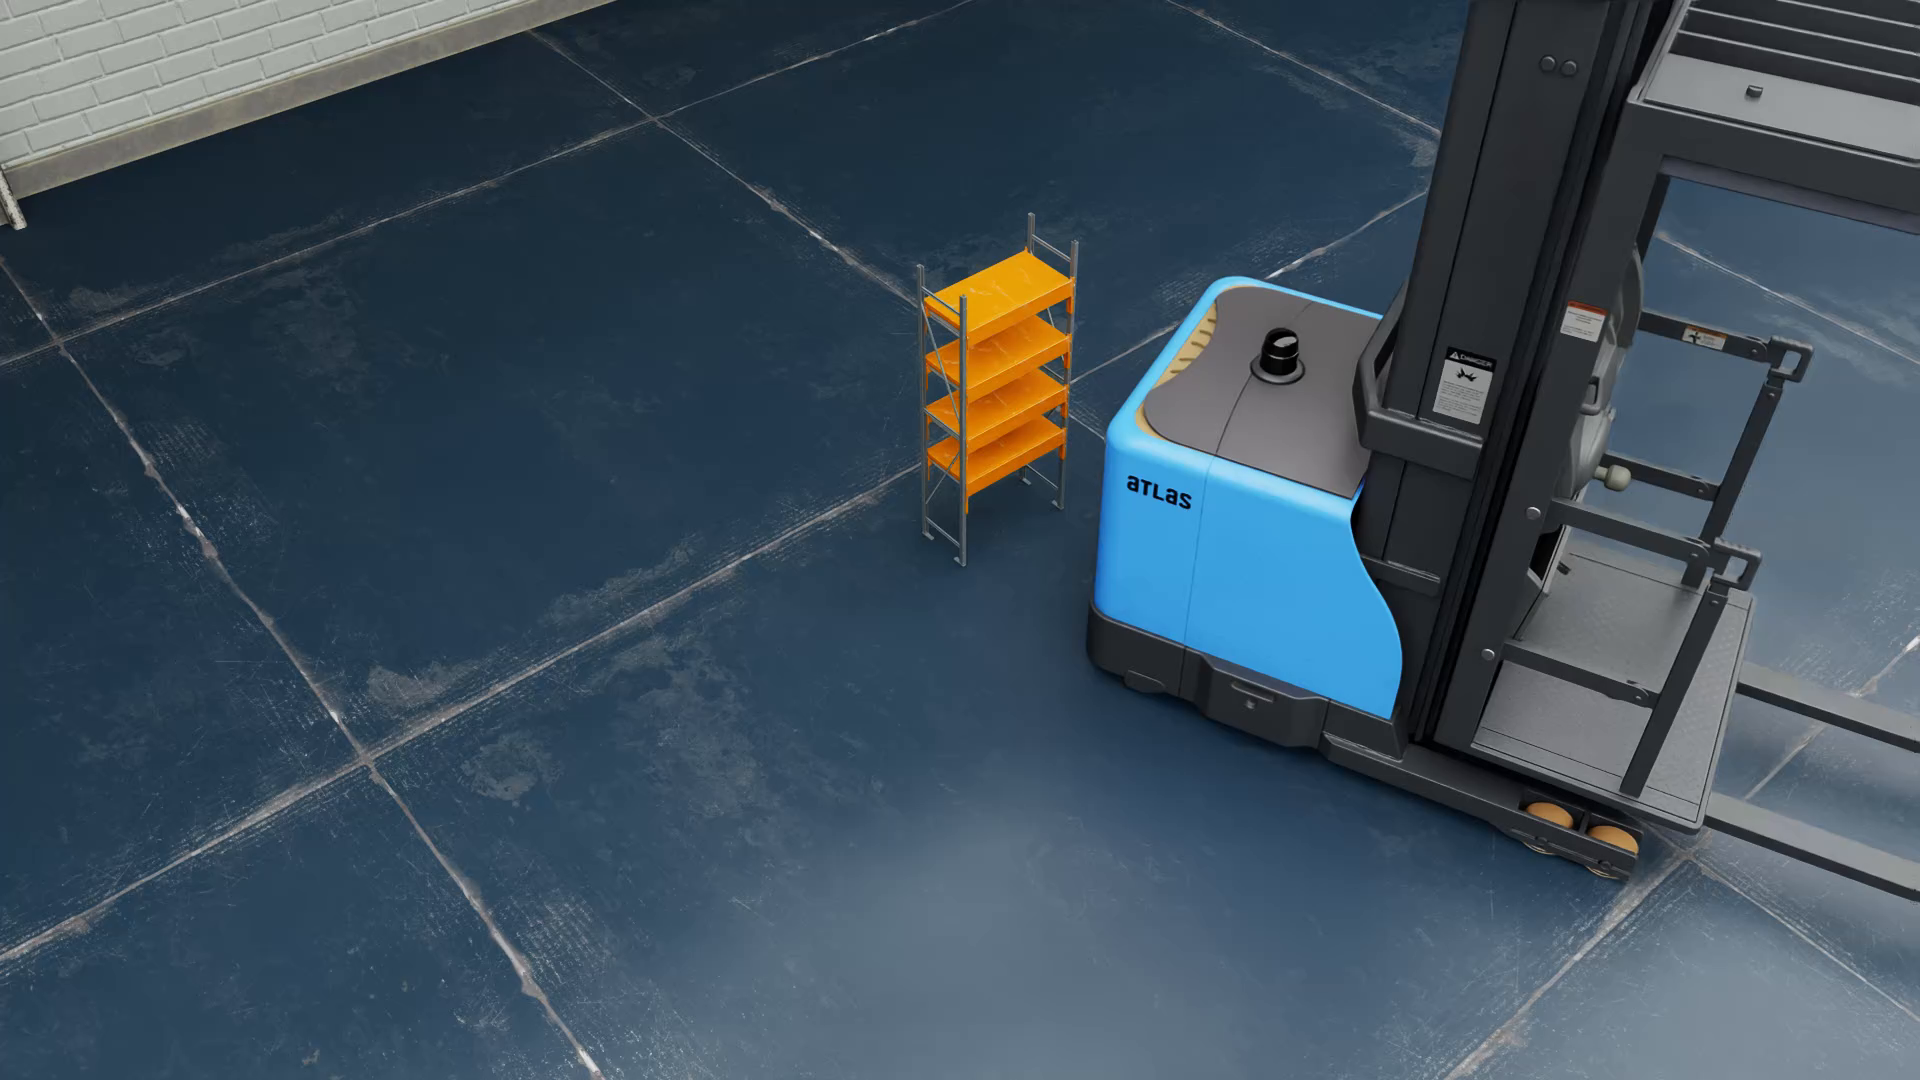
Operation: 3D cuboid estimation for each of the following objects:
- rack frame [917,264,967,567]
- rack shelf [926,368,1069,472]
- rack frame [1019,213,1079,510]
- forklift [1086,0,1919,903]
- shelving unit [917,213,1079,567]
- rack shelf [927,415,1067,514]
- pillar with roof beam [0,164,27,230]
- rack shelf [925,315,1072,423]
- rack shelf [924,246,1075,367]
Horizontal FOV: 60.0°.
[{"bbox_3d":[-0.060,-0.403,5.803,0.015,1.200,0.240,-30,51,-28],"label":"rack frame"},{"bbox_3d":[0.127,-0.461,5.963,0.480,0.148,0.258,-30,51,-28],"label":"rack shelf"},{"bbox_3d":[0.314,-0.617,6.031,0.015,1.200,0.240,-30,51,-28],"label":"rack frame"},{"bbox_3d":[1.982,-0.444,4.582,3.031,2.935,1.130,20,47,20],"label":"forklift"},{"bbox_3d":[0.127,-0.510,5.917,0.503,1.200,0.258,-30,51,-28],"label":"shelving unit"},{"bbox_3d":[0.127,-0.316,6.099,0.480,0.148,0.258,-30,51,-28],"label":"rack shelf"},{"bbox_3d":[-1.874,-2.490,2.328,0.400,9.000,9.100,-30,51,-28],"label":"pillar with roof beam"},{"bbox_3d":[0.127,-0.624,5.810,0.480,0.148,0.258,-30,51,-28],"label":"rack shelf"},{"bbox_3d":[0.127,-0.796,5.648,0.480,0.148,0.258,-30,51,-28],"label":"rack shelf"}]
